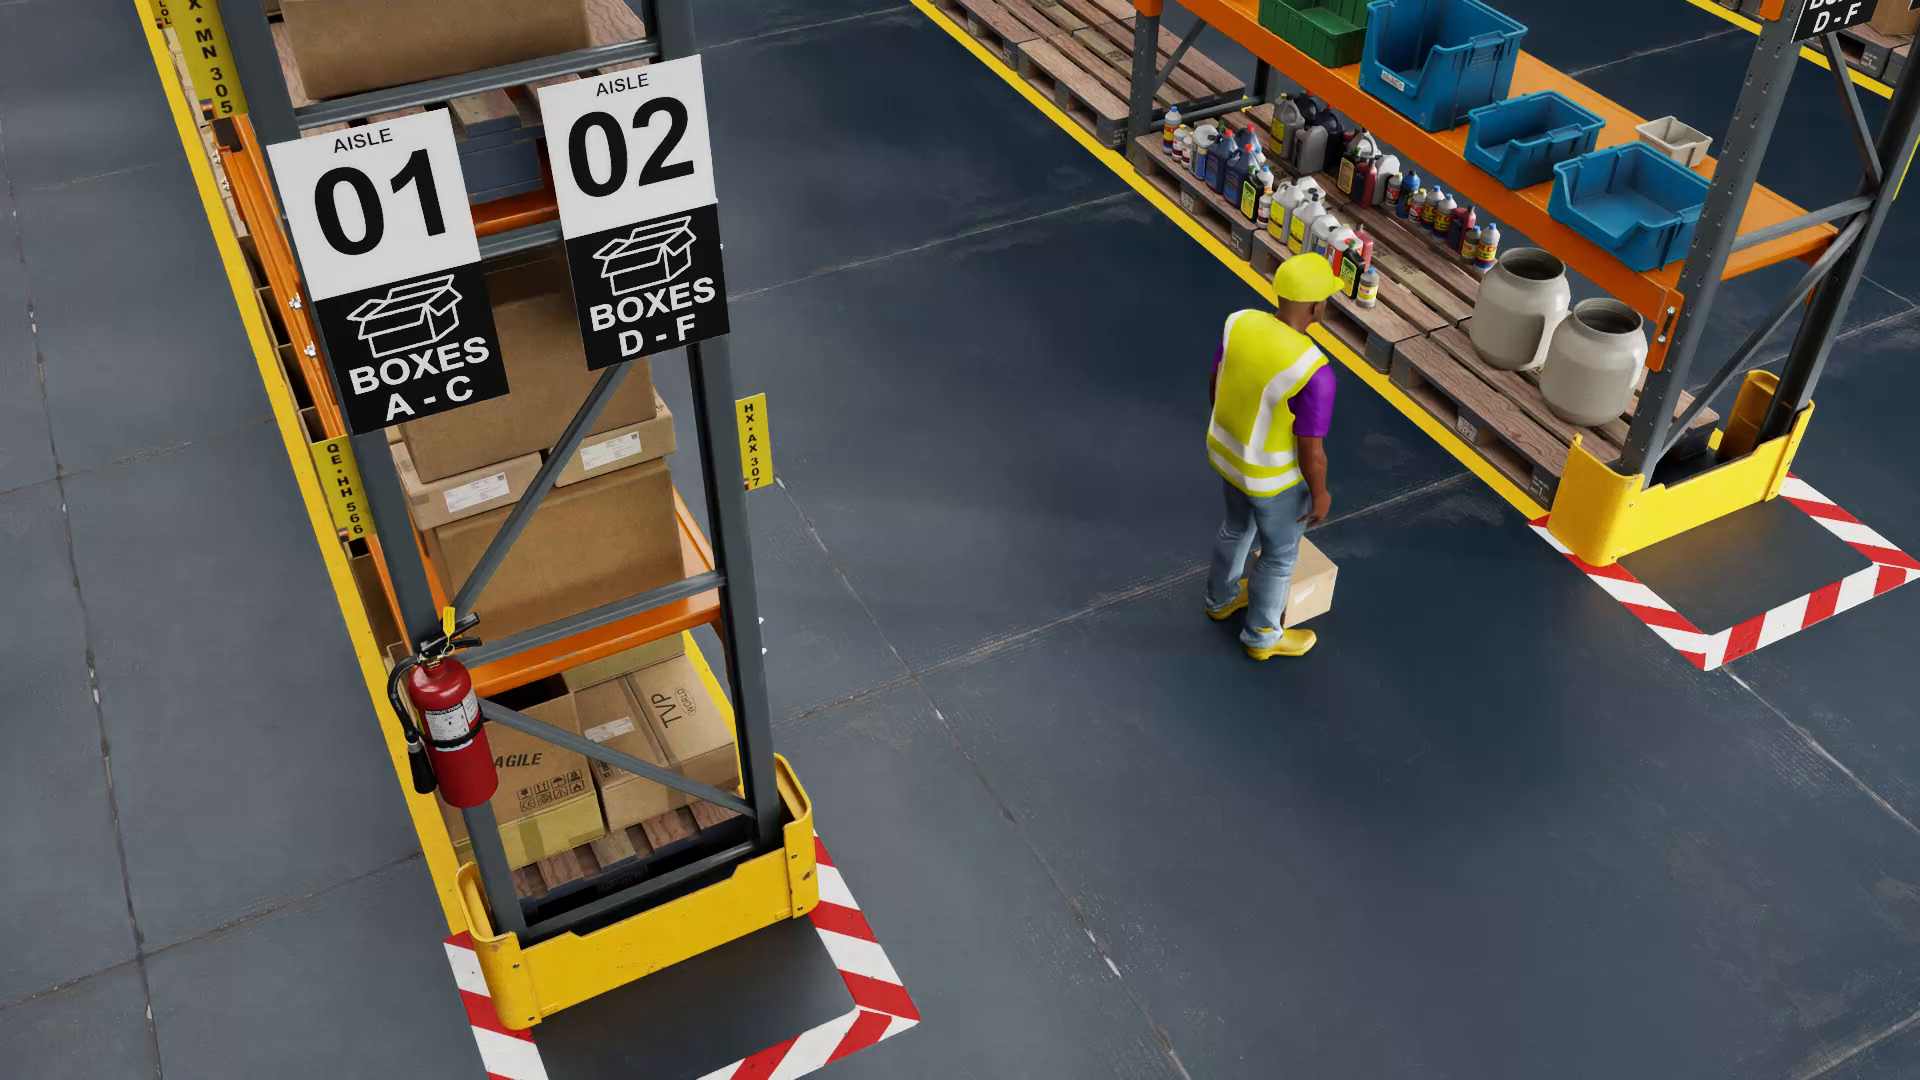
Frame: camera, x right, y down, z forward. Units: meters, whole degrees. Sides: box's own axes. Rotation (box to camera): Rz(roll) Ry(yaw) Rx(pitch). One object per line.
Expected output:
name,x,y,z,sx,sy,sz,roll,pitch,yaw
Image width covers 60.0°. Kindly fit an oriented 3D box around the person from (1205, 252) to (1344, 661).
person,1.212,-0.323,6.516,0.458,1.760,0.634,-21,45,-23
